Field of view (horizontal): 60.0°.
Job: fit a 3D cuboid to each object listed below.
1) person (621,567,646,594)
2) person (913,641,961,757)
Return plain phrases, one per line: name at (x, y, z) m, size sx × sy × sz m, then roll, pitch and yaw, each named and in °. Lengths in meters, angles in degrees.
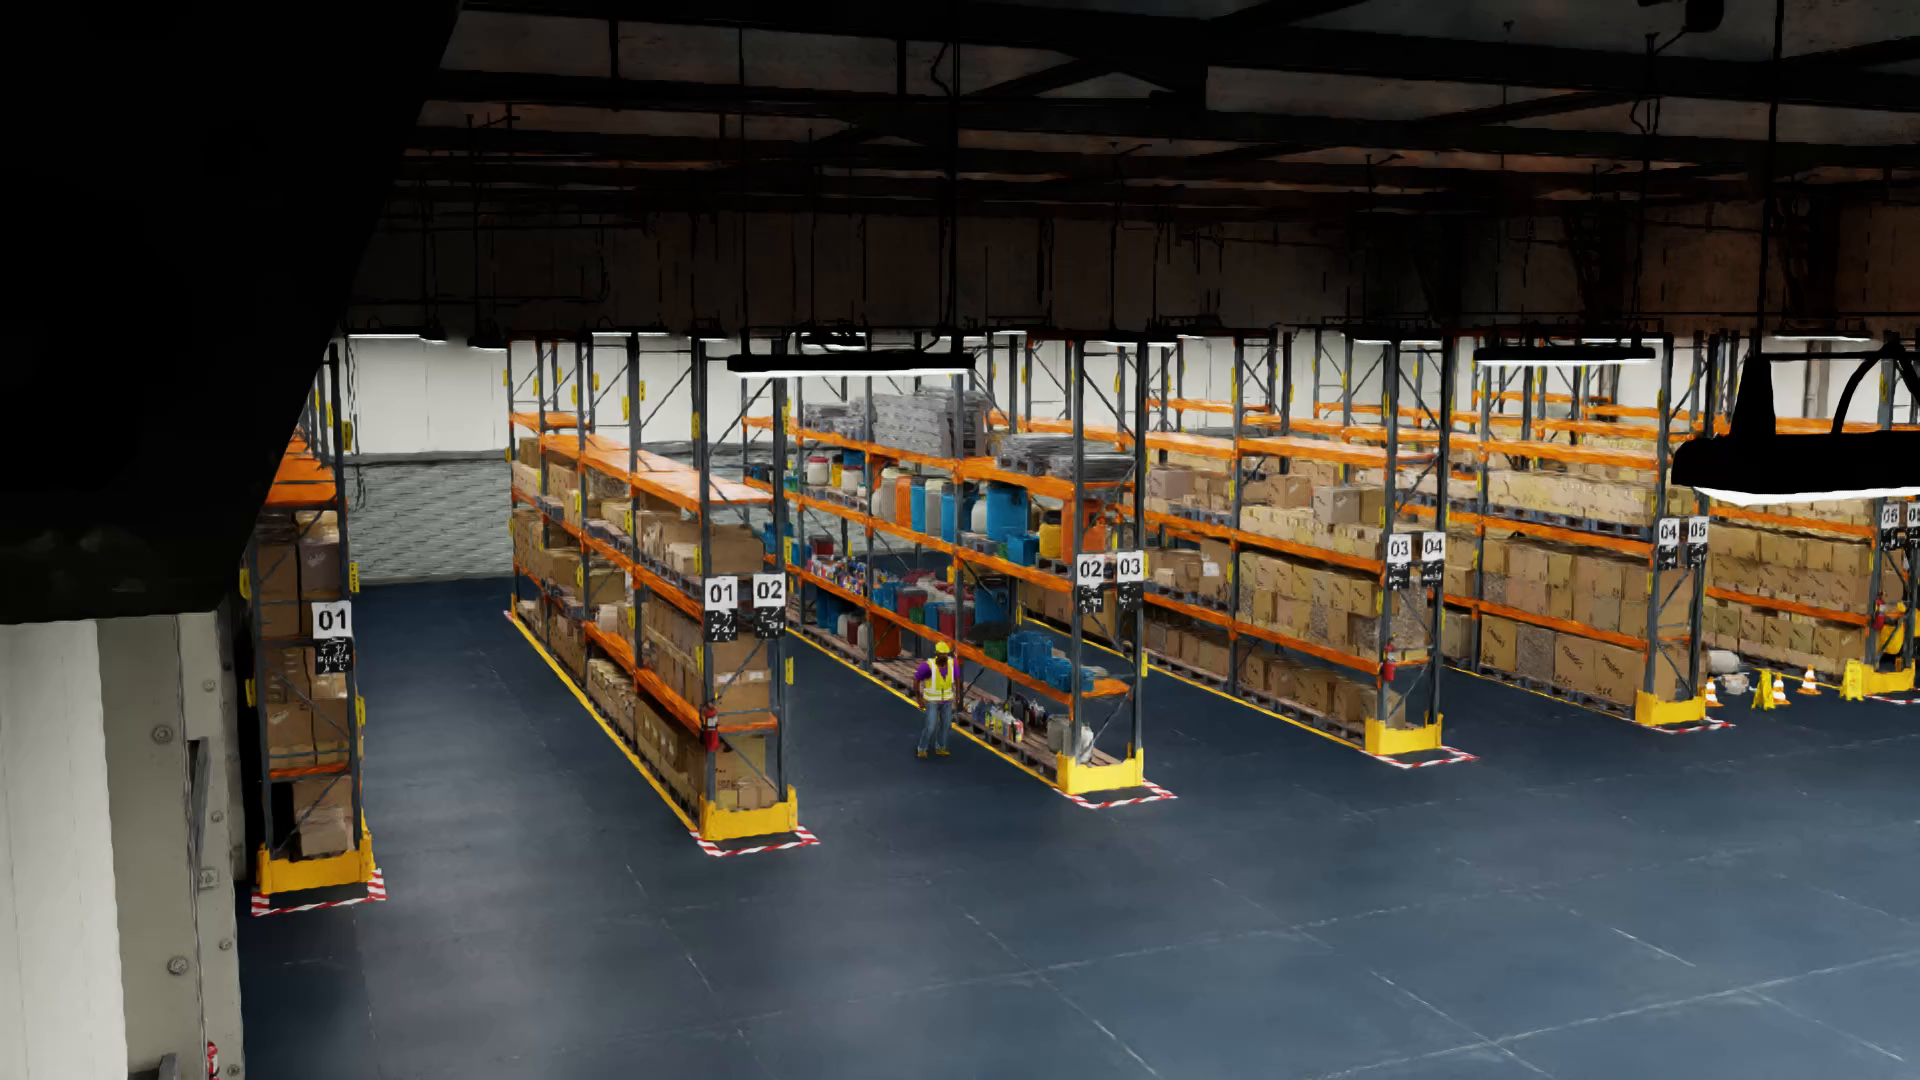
person at (-6.776, 0.747, 34.772) m, size 0.588 × 1.700 × 1.193 m, roll -4°, pitch 9°, yaw -25°
person at (-0.312, 2.272, 23.735) m, size 0.719 × 1.714 × 0.578 m, roll -3°, pitch 9°, yaw -24°
